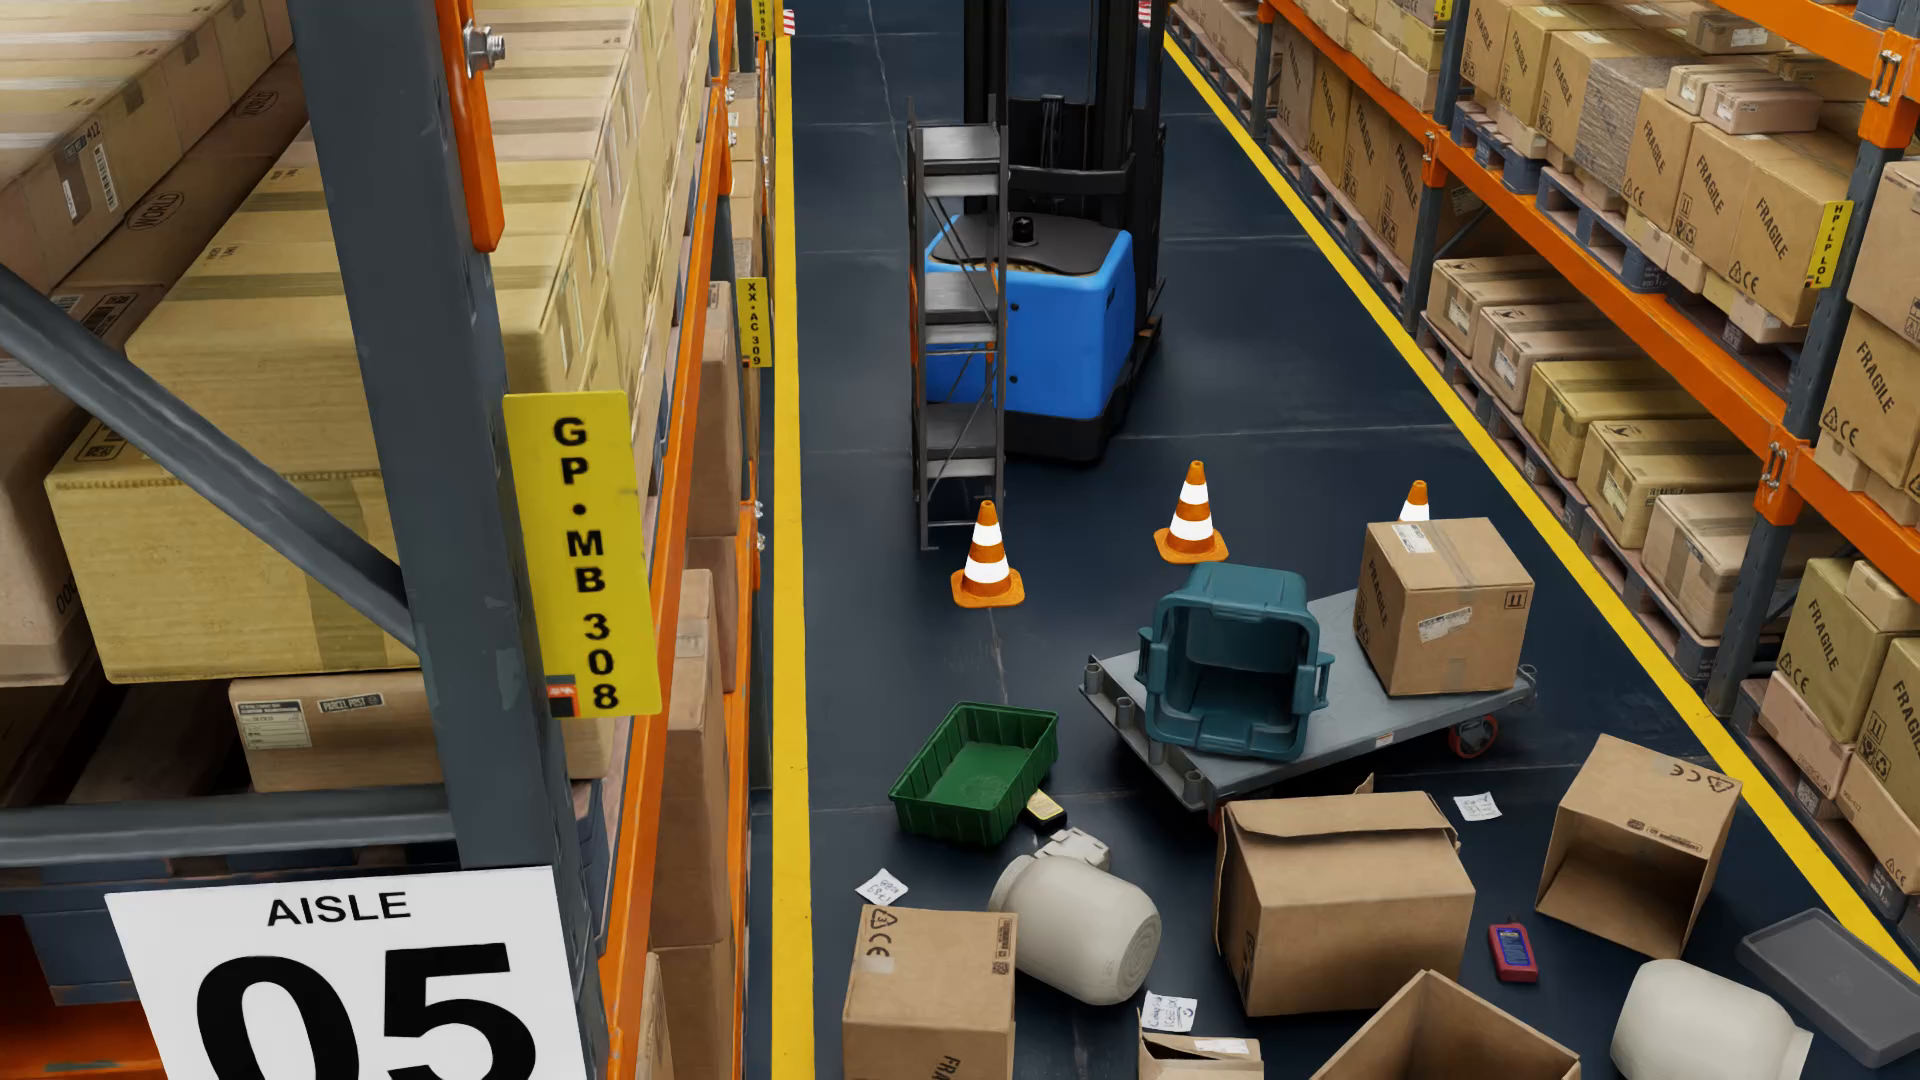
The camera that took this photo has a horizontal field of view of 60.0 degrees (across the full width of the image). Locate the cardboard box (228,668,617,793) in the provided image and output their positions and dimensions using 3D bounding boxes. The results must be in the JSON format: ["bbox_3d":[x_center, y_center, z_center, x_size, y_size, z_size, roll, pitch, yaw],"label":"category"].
[{"bbox_3d":[-0.588,0.147,1.891,0.380,0.149,0.250,-3,31,-4],"label":"cardboard box"}]

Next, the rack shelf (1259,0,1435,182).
[{"bbox_3d":[3.109,-3.344,11.626,1.077,0.370,4.000,-3,31,-5],"label":"rack shelf"}]

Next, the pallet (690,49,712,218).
[{"bbox_3d":[-1.183,-1.133,4.383,1.003,0.211,1.213,-3,31,-5],"label":"pallet"}]

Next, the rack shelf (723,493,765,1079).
[{"bbox_3d":[-1.062,1.029,4.304,1.077,0.370,4.000,-3,31,-5],"label":"rack shelf"}]

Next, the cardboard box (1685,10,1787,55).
[{"bbox_3d":[3.730,-2.440,7.980,0.380,0.149,0.250,-4,31,-7],"label":"cardboard box"}]

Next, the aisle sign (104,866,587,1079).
[{"bbox_3d":[-0.570,0.647,1.707,0.394,0.787,0.004,-3,31,-5],"label":"aisle sign"}]

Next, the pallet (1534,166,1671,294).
[{"bbox_3d":[3.522,-1.541,8.092,1.003,0.211,1.213,-3,31,-5],"label":"pallet"}]

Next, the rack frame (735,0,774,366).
[{"bbox_3d":[-1.623,-2.343,9.248,1.000,3.000,0.127,-3,31,-5],"label":"rack frame"}]

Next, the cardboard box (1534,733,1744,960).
[{"bbox_3d":[2.415,1.094,5.928,0.500,0.500,0.500,20,36,29],"label":"cardboard box"}]

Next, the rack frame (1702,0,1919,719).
[{"bbox_3d":[3.670,-0.590,6.313,1.000,3.000,0.127,-3,31,-5],"label":"rack frame"}]

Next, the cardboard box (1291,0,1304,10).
[{"bbox_3d":[2.751,-4.109,12.350,0.500,0.250,0.500,-3,31,-6],"label":"cardboard box"}]

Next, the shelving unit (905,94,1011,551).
[{"bbox_3d":[-0.015,-0.986,7.853,0.431,2.100,0.503,-3,31,-5],"label":"shelving unit"}]

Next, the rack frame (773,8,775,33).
[{"bbox_3d":[-2.370,-6.428,16.086,1.000,3.000,0.127,-3,31,-5],"label":"rack frame"}]

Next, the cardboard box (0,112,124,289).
[{"bbox_3d":[-1.290,-0.419,2.061,0.380,0.149,0.250,-2,31,-4],"label":"cardboard box"}]

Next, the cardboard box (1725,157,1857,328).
[{"bbox_3d":[3.398,-1.166,6.479,0.500,0.500,0.500,-3,31,-6],"label":"cardboard box"}]

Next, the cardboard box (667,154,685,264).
[{"bbox_3d":[-0.730,-0.627,3.187,0.380,0.149,0.250,-2,31,-4],"label":"cardboard box"}]

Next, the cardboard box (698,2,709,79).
[{"bbox_3d":[-0.847,-1.273,4.269,0.380,0.149,0.250,-2,31,-4],"label":"cardboard box"}]

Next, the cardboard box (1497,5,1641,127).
[{"bbox_3d":[3.164,-2.477,8.674,0.500,0.500,0.500,-1,31,-2],"label":"cardboard box"}]

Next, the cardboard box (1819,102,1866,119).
[{"bbox_3d":[3.832,-1.703,7.379,0.500,0.500,0.500,-3,31,-5],"label":"cardboard box"}]

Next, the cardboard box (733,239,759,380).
[{"bbox_3d":[-1.078,-0.883,6.706,0.500,0.500,0.500,-3,31,-4],"label":"cardboard box"}]

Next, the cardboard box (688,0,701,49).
[{"bbox_3d":[-0.900,-1.378,4.056,0.500,0.250,0.500,-3,31,-5],"label":"cardboard box"}]

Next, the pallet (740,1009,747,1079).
[{"bbox_3d":[-1.139,1.912,4.843,1.003,0.211,1.213,-3,31,-5],"label":"pallet"}]

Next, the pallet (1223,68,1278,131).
[{"bbox_3d":[2.929,-3.869,14.522,1.003,0.211,1.213,-3,31,-5],"label":"pallet"}]

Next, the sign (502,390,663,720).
[{"bbox_3d":[-0.322,0.020,1.436,0.100,0.325,0.005,-3,31,-5],"label":"sign"}]

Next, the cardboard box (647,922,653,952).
[{"bbox_3d":[-1.015,0.745,2.878,0.875,0.550,0.550,-3,31,-5],"label":"cardboard box"}]

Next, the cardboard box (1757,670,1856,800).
[{"bbox_3d":[3.456,0.724,6.384,0.500,0.250,0.500,-4,31,-7],"label":"cardboard box"}]

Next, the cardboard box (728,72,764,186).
[{"bbox_3d":[-1.313,-2.169,8.859,0.500,0.500,0.500,-3,31,-5],"label":"cardboard box"}]

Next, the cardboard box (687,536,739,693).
[{"bbox_3d":[-1.129,0.102,5.008,0.875,0.550,0.550,-3,31,-5],"label":"cardboard box"}]

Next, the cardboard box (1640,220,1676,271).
[{"bbox_3d":[3.253,-1.307,7.349,0.380,0.149,0.250,-3,31,-4],"label":"cardboard box"}]

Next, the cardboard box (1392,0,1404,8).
[{"bbox_3d":[2.931,-3.617,10.308,0.500,0.500,0.500,-2,31,-4],"label":"cardboard box"}]

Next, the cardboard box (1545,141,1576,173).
[{"bbox_3d":[3.220,-1.981,8.477,0.380,0.149,0.250,-1,31,-2],"label":"cardboard box"}]

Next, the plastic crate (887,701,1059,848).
[{"bbox_3d":[0.072,0.907,6.492,0.450,0.188,0.662,4,30,26],"label":"plastic crate"}]

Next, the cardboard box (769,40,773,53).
[{"bbox_3d":[-1.866,-4.456,14.866,0.380,0.149,0.250,-2,31,-4],"label":"cardboard box"}]

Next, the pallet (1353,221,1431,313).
[{"bbox_3d":[3.298,-1.841,11.127,1.003,0.211,1.213,-3,31,-5],"label":"pallet"}]

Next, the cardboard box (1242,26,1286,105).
[{"bbox_3d":[2.971,-4.080,14.245,0.875,0.438,0.875,-3,31,-5],"label":"cardboard box"}]

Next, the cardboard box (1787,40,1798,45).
[{"bbox_3d":[7.591,-4.778,15.353,0.700,0.500,0.500,-4,31,-6],"label":"cardboard box"}]

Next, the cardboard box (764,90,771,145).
[{"bbox_3d":[-1.577,-2.914,11.501,0.500,0.250,0.500,-4,31,-7],"label":"cardboard box"}]

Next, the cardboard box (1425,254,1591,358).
[{"bbox_3d":[3.339,-1.395,9.814,0.950,0.372,0.625,-5,31,-8],"label":"cardboard box"}]

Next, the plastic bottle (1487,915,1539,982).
[{"bbox_3d":[1.923,1.420,5.813,0.133,0.061,0.283,2,31,4],"label":"plastic bottle"}]

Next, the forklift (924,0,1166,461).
[{"bbox_3d":[0.624,-2.423,9.448,1.130,2.935,3.031,8,32,13],"label":"forklift"}]

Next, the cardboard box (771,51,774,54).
[{"bbox_3d":[-1.927,-4.607,15.409,0.380,0.149,0.250,-4,31,-7],"label":"cardboard box"}]

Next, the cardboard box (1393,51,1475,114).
[{"bbox_3d":[2.991,-2.814,10.182,0.500,0.250,0.500,-4,31,-6],"label":"cardboard box"}]

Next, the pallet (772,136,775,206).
[{"bbox_3d":[-1.922,-2.791,12.717,1.003,0.211,1.213,-3,31,-5],"label":"pallet"}]

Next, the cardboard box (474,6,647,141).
[{"bbox_3d":[-0.684,-0.709,2.547,0.380,0.149,0.250,-3,31,-5],"label":"cardboard box"}]

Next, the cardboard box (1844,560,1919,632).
[{"bbox_3d":[3.408,0.191,5.914,0.380,0.149,0.250,-2,31,-4],"label":"cardboard box"}]

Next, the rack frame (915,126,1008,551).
[{"bbox_3d":[0.007,-0.861,7.644,0.400,2.100,0.015,-3,31,-5],"label":"rack frame"}]

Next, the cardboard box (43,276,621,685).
[{"bbox_3d":[-0.665,-0.092,1.903,0.500,0.250,0.500,-3,31,-5],"label":"cardboard box"}]

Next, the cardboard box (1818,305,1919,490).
[{"bbox_3d":[3.434,-0.523,5.812,0.500,0.500,0.500,-3,31,-5],"label":"cardboard box"}]
